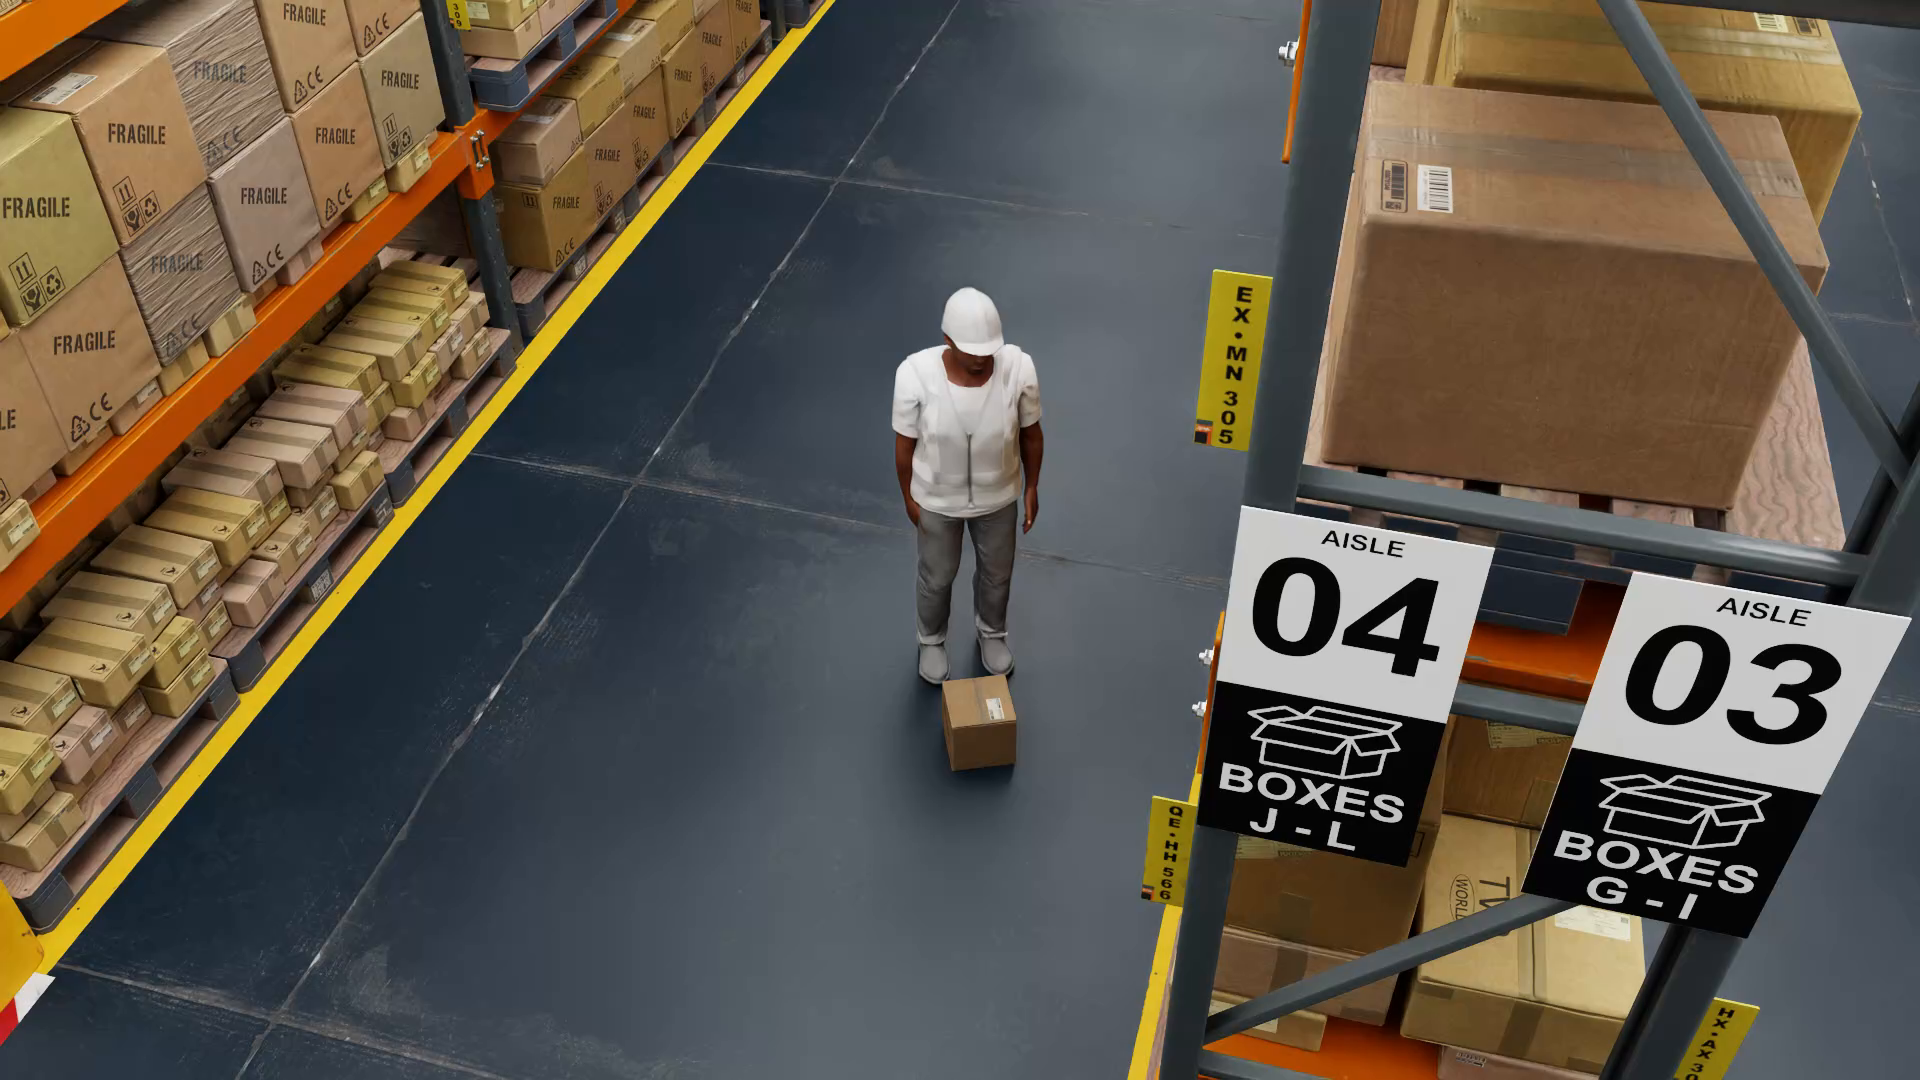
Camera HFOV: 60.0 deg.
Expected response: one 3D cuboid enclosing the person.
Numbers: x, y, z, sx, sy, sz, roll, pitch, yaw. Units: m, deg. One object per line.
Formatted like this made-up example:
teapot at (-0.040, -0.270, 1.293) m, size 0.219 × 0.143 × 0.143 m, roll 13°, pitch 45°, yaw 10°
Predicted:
person at (0.036, -0.189, 6.360) m, size 0.566 × 1.763 × 0.360 m, roll -5°, pitch 41°, yaw -6°
